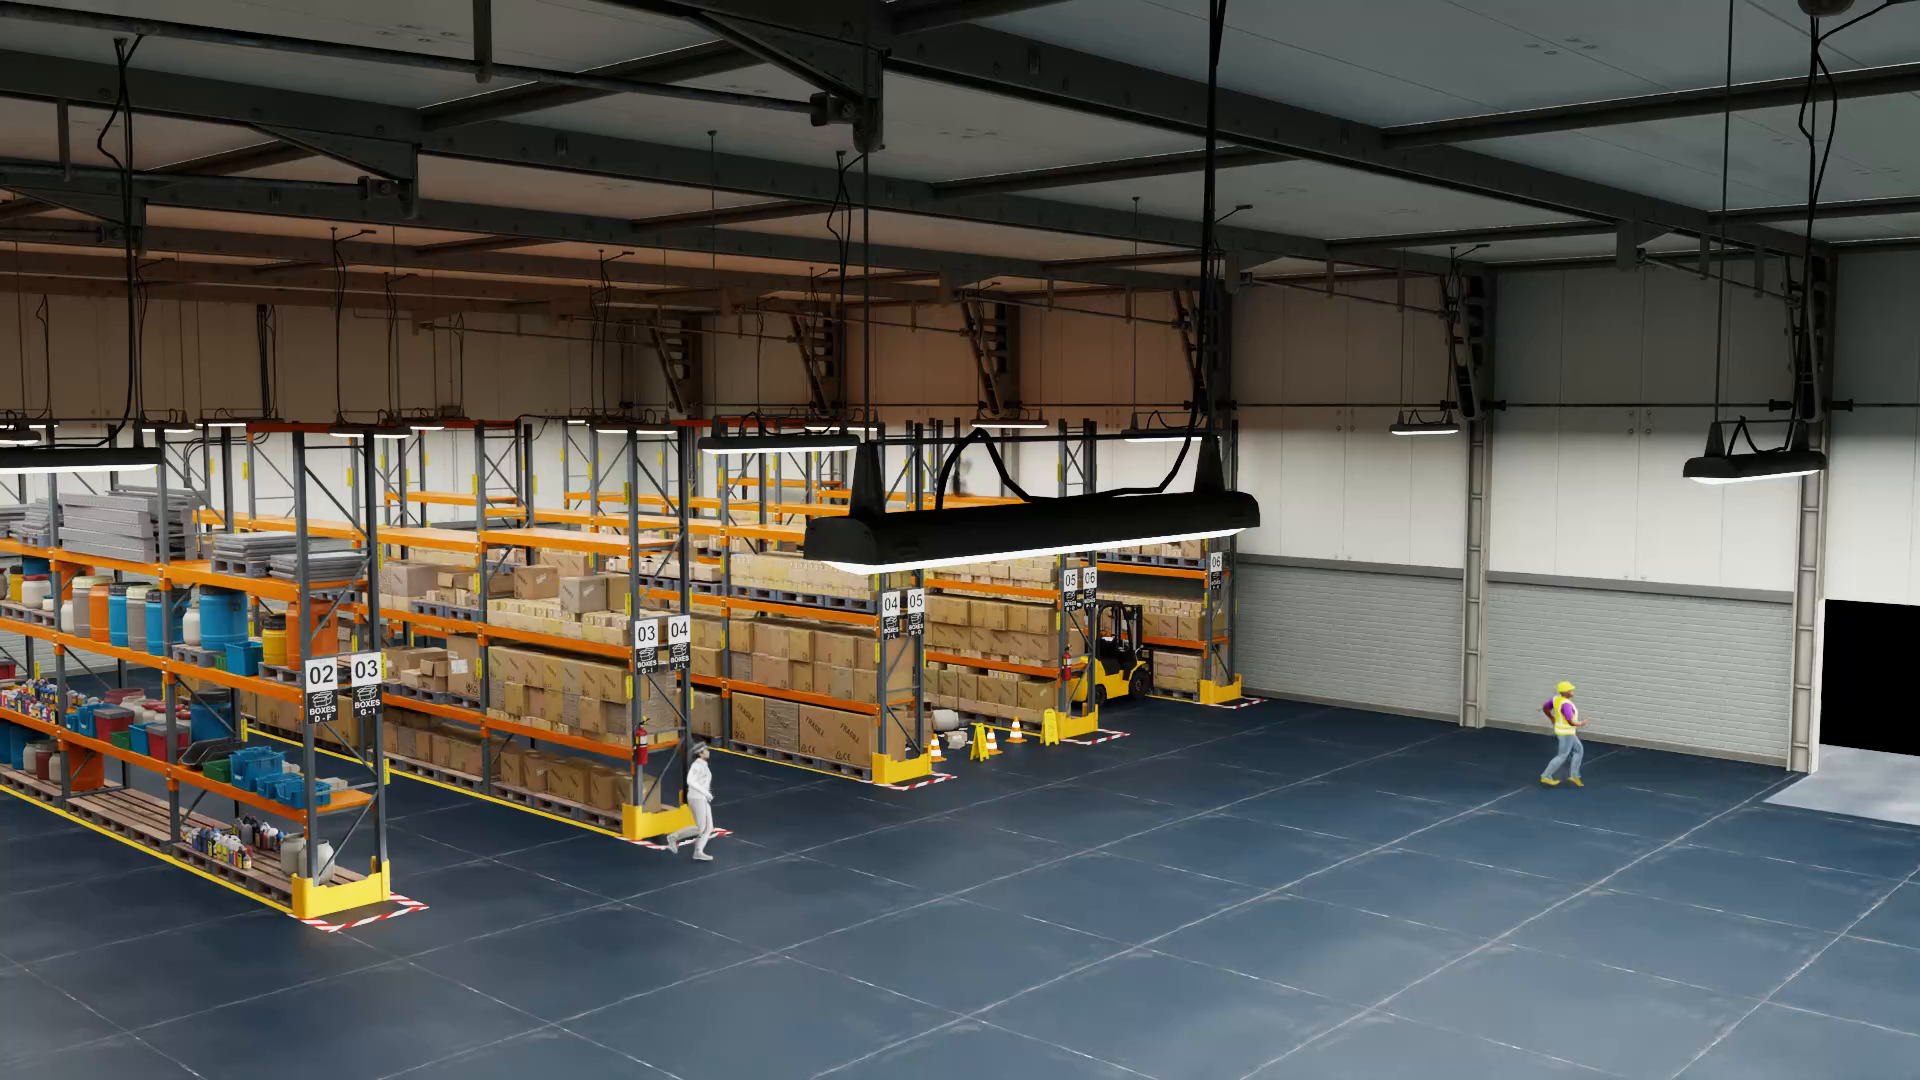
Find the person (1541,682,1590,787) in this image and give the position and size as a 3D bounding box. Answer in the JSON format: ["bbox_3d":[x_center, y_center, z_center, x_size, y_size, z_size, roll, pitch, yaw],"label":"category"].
[{"bbox_3d":[9.995,3.227,27.491,0.757,1.802,0.707,1,5,7],"label":"person"}]

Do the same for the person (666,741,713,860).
[{"bbox_3d":[-3.753,3.628,23.318,0.650,1.617,0.657,0,5,1],"label":"person"}]
